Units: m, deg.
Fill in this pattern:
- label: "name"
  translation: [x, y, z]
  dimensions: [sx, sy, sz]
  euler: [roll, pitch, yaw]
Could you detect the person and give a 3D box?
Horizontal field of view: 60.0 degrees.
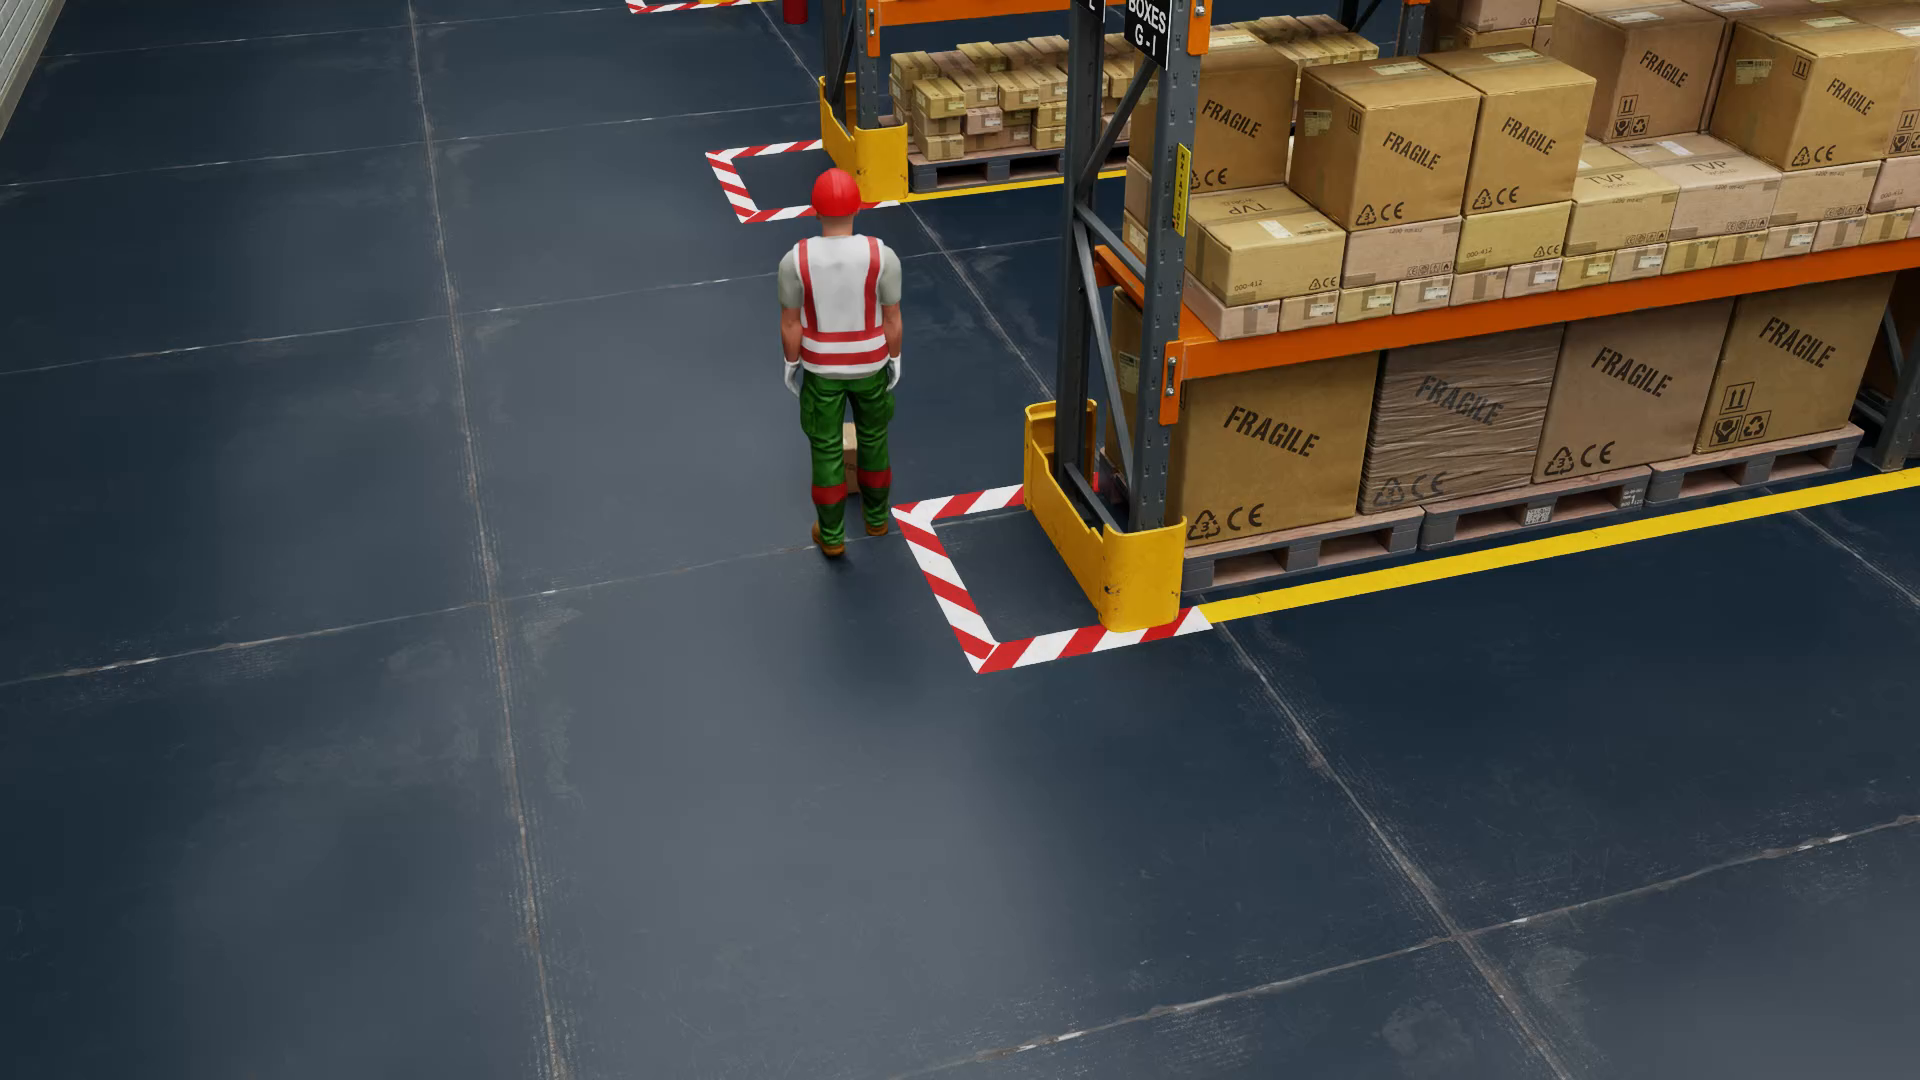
- label: "person"
  translation: [-0.514, -0.786, 7.307]
  dimensions: [0.524, 1.796, 0.457]
  euler: [-3, 34, -4]
